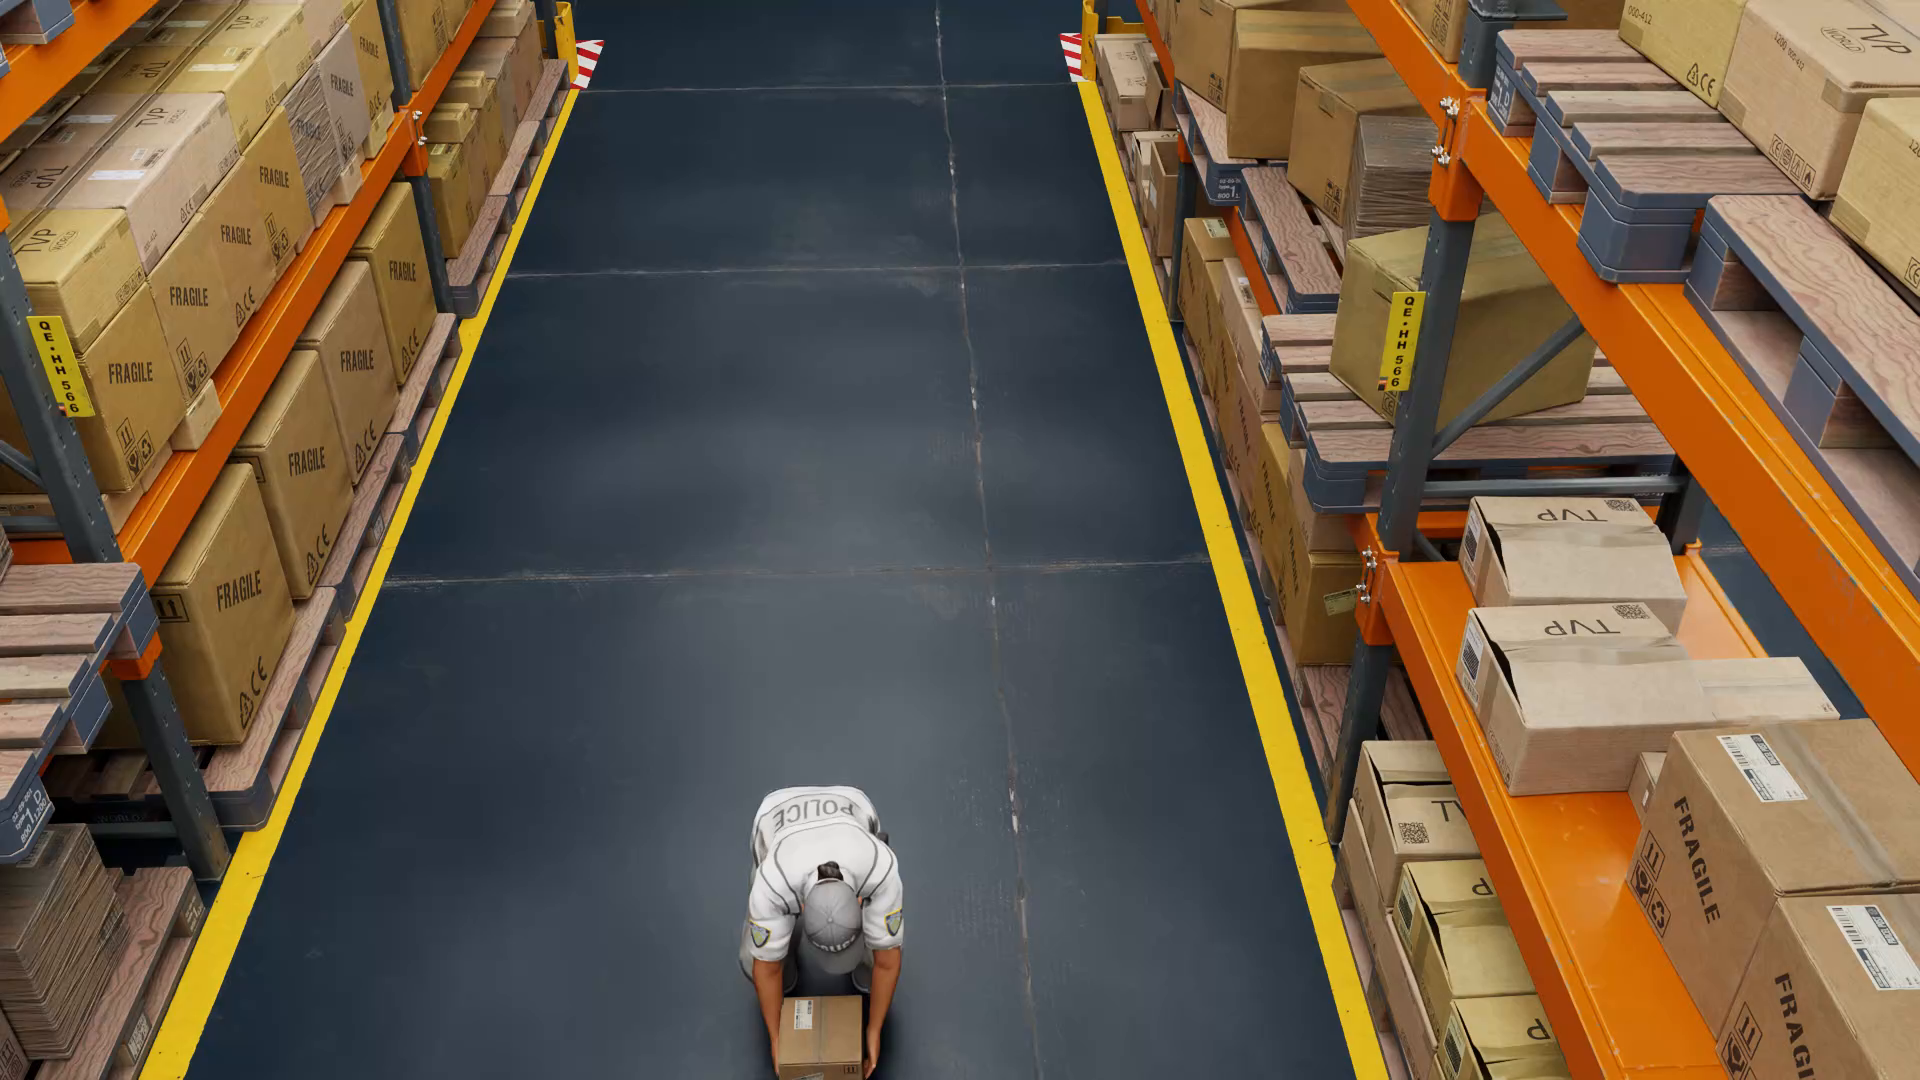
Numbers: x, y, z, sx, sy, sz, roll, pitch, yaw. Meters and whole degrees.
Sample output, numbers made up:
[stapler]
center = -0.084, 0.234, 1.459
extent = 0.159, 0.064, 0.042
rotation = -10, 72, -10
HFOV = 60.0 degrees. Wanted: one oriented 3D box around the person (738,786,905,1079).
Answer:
[person]
center = -0.439, 1.159, 5.240
extent = 0.525, 0.837, 0.842
rotation = -1, 35, -2
